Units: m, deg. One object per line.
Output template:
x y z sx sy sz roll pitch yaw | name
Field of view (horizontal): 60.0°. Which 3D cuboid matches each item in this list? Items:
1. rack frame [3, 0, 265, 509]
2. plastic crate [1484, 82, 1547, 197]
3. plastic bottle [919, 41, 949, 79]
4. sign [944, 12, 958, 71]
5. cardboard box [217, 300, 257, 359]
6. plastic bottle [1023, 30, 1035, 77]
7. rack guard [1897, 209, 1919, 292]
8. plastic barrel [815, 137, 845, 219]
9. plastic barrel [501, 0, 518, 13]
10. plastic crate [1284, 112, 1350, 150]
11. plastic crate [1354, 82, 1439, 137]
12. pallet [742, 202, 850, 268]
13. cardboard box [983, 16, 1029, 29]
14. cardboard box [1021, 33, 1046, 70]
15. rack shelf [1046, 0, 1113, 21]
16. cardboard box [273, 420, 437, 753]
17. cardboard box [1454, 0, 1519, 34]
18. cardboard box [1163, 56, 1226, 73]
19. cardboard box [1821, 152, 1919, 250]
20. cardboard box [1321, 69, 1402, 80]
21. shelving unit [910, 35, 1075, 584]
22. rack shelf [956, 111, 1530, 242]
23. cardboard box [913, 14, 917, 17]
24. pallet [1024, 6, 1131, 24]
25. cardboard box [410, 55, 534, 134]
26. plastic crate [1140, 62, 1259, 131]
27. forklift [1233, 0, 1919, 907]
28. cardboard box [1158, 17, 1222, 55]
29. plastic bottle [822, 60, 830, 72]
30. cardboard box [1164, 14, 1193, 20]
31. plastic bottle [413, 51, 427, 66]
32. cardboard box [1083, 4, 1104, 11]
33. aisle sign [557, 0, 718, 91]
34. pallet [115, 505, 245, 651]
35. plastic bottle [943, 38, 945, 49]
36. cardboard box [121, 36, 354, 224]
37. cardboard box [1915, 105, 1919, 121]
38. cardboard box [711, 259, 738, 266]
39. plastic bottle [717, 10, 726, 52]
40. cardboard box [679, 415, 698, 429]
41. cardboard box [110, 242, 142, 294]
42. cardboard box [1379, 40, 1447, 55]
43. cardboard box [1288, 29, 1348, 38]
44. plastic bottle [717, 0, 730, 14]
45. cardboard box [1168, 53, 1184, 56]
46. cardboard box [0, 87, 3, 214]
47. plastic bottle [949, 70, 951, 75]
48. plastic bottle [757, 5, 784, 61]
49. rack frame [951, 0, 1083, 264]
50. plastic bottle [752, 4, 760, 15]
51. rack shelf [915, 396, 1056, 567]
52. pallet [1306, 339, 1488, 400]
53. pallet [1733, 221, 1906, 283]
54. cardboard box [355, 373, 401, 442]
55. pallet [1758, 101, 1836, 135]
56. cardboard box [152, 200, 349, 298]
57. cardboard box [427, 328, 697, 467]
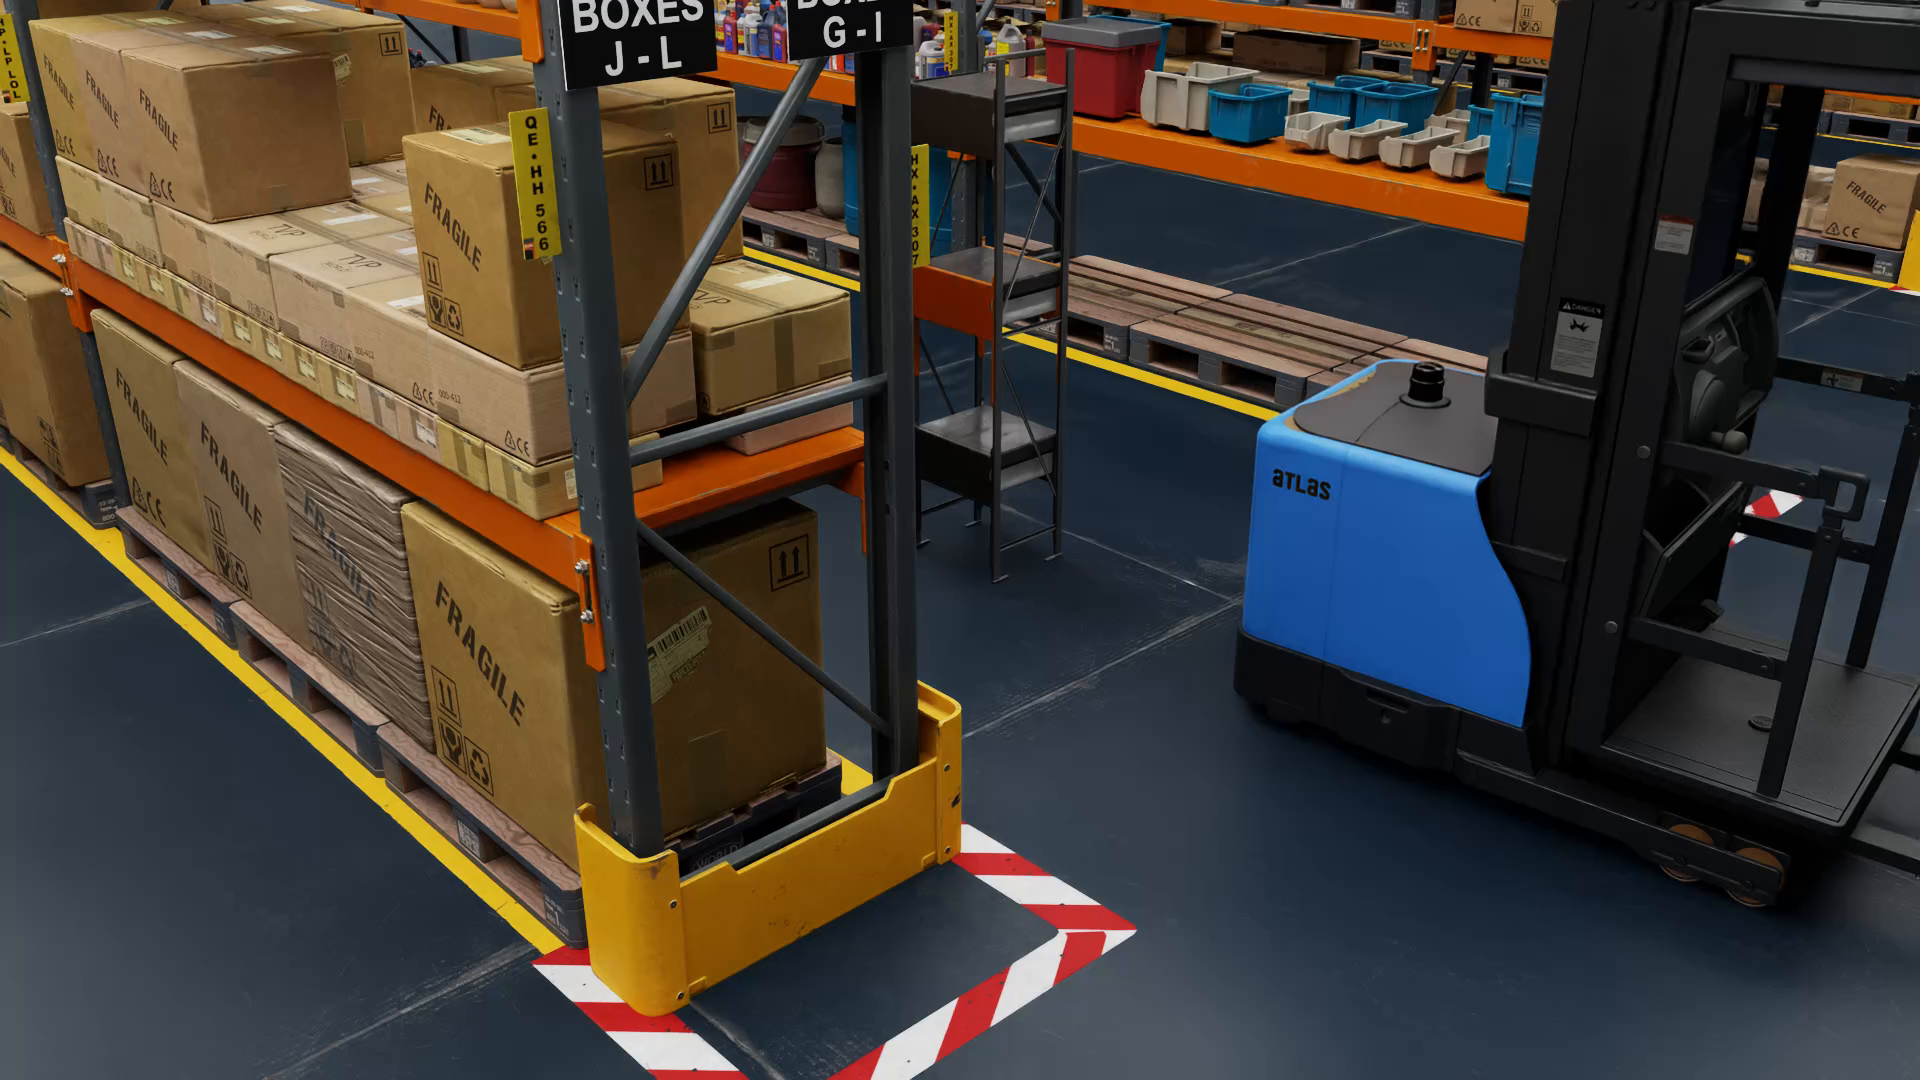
-3.264 -1.513 6.953 1.000 3.000 0.127 -21 32 -38 | rack frame
2.721 -1.798 7.463 0.616 0.435 0.499 -21 32 -38 | plastic crate
-0.154 -2.890 10.119 0.152 0.276 0.135 -21 32 -38 | plastic bottle
-0.051 -2.889 9.635 0.100 0.325 0.005 -21 32 -38 | sign
-2.238 -0.743 5.568 0.380 0.149 0.250 -22 33 -40 | cardboard box
0.413 -3.097 10.566 0.061 0.283 0.133 -21 32 -38 | plastic bottle
6.652 -1.996 11.023 1.175 0.500 0.348 -21 32 -38 | rack guard
-0.812 -2.558 11.735 0.421 0.512 0.421 0 25 0 | plastic barrel
-3.529 -4.560 13.496 0.421 0.512 0.421 0 25 0 | plastic barrel
1.785 -2.063 8.404 0.298 0.136 0.250 -21 32 -38 | plastic crate
2.257 -2.225 8.642 0.416 0.233 0.300 -21 32 -38 | plastic crate
-0.983 -2.265 11.960 1.003 0.211 1.213 -21 32 -38 | pallet
0.380 -5.283 17.348 0.500 0.311 0.500 -22 33 -40 | cardboard box
0.698 -4.818 16.329 0.500 0.311 0.500 -20 31 -37 | cardboard box
-0.131 -5.813 17.245 1.077 0.370 4.000 -21 32 -38 | rack shelf
-1.647 0.027 5.630 0.875 0.875 0.875 -21 32 -38 | cardboard box
4.120 -4.136 12.582 0.500 0.500 0.500 -20 31 -37 | cardboard box
2.040 -4.068 15.034 0.500 0.500 0.500 -22 32 -39 | cardboard box
6.153 -2.268 11.090 0.500 0.500 0.500 -21 32 -38 | cardboard box
3.445 -3.759 14.358 0.500 0.500 0.500 -21 32 -38 | cardboard box
0.113 -0.905 6.704 0.431 2.100 0.503 -21 32 -38 | shelving unit
1.719 -1.985 8.854 1.077 0.370 4.000 -21 32 -38 | rack shelf
-0.704 -5.436 17.683 0.500 0.311 0.500 23 33 40 | cardboard box
1.631 -7.077 22.509 1.003 0.211 1.213 -21 32 -38 | pallet
-1.361 -1.238 5.269 0.500 0.500 0.500 -22 33 -40 | cardboard box
1.261 -2.377 8.916 0.437 0.282 0.530 -21 32 -38 | plastic crate
2.433 -0.505 4.826 3.031 2.935 1.130 19 31 35 | forklift
2.088 -4.706 15.529 0.500 0.250 0.500 -20 31 -37 | cardboard box
-0.840 -3.194 10.786 0.152 0.276 0.135 -21 32 -38 | plastic bottle
3.021 -6.855 21.143 0.700 0.500 0.500 -22 32 -39 | cardboard box
-5.365 -4.699 16.598 0.144 0.351 0.185 -20 31 -37 | plastic bottle
1.728 -7.217 22.340 0.250 0.166 0.380 19 31 35 | cardboard box
-0.699 -1.377 3.523 0.394 0.787 0.004 -21 32 -38 | aisle sign
-2.801 0.008 6.978 1.003 0.211 1.213 -21 32 -38 | pallet
-0.062 -3.259 11.020 0.097 0.201 0.097 0 25 0 | plastic bottle
-2.433 -1.396 5.615 0.500 0.500 0.500 -22 33 -40 | cardboard box
9.080 -4.058 15.037 0.500 0.500 0.700 23 33 40 | cardboard box
-1.021 -0.746 5.094 0.500 0.250 0.500 -22 32 -39 | cardboard box
-1.631 -3.526 11.520 0.097 0.271 0.097 0 25 0 | plastic bottle
-0.708 -0.466 4.959 0.380 0.149 0.250 -22 32 -39 | cardboard box
-2.944 -1.056 6.253 0.380 0.149 0.250 -20 31 -37 | cardboard box
5.256 -5.894 18.639 0.750 0.750 0.750 -22 32 -39 | cardboard box
4.319 -6.207 19.723 0.700 0.500 0.500 -21 32 -38 | cardboard box
-1.794 -4.076 12.710 0.061 0.283 0.133 -21 32 -38 | plastic bottle
2.047 -4.380 15.719 0.500 0.500 0.500 -20 31 -37 | cardboard box
-4.116 -1.775 7.406 0.500 0.500 0.500 -20 31 -37 | cardboard box
-0.075 -2.897 10.225 0.097 0.201 0.097 0 25 0 | plastic bottle
-1.268 -3.415 11.182 0.144 0.351 0.185 -21 32 -38 | plastic bottle
0.352 -2.918 10.033 1.000 3.000 0.127 -21 32 -38 | rack frame
-1.504 -3.899 12.421 0.097 0.201 0.097 0 25 0 | plastic bottle
0.113 -0.256 7.000 0.431 0.518 0.480 -21 32 -38 | rack shelf
2.550 -0.699 8.527 1.003 0.211 1.213 -21 32 -38 | pallet
6.107 -2.106 11.612 1.003 0.211 1.213 -21 32 -38 | pallet
-1.534 -0.432 4.886 0.380 0.149 0.250 -21 32 -38 | cardboard box
8.046 -4.207 16.219 1.003 0.211 1.213 -21 32 -38 | pallet
-2.439 -1.056 5.774 0.500 0.250 0.500 -20 31 -37 | cardboard box
-1.055 -0.440 4.423 0.500 0.250 0.500 -22 32 -39 | cardboard box
